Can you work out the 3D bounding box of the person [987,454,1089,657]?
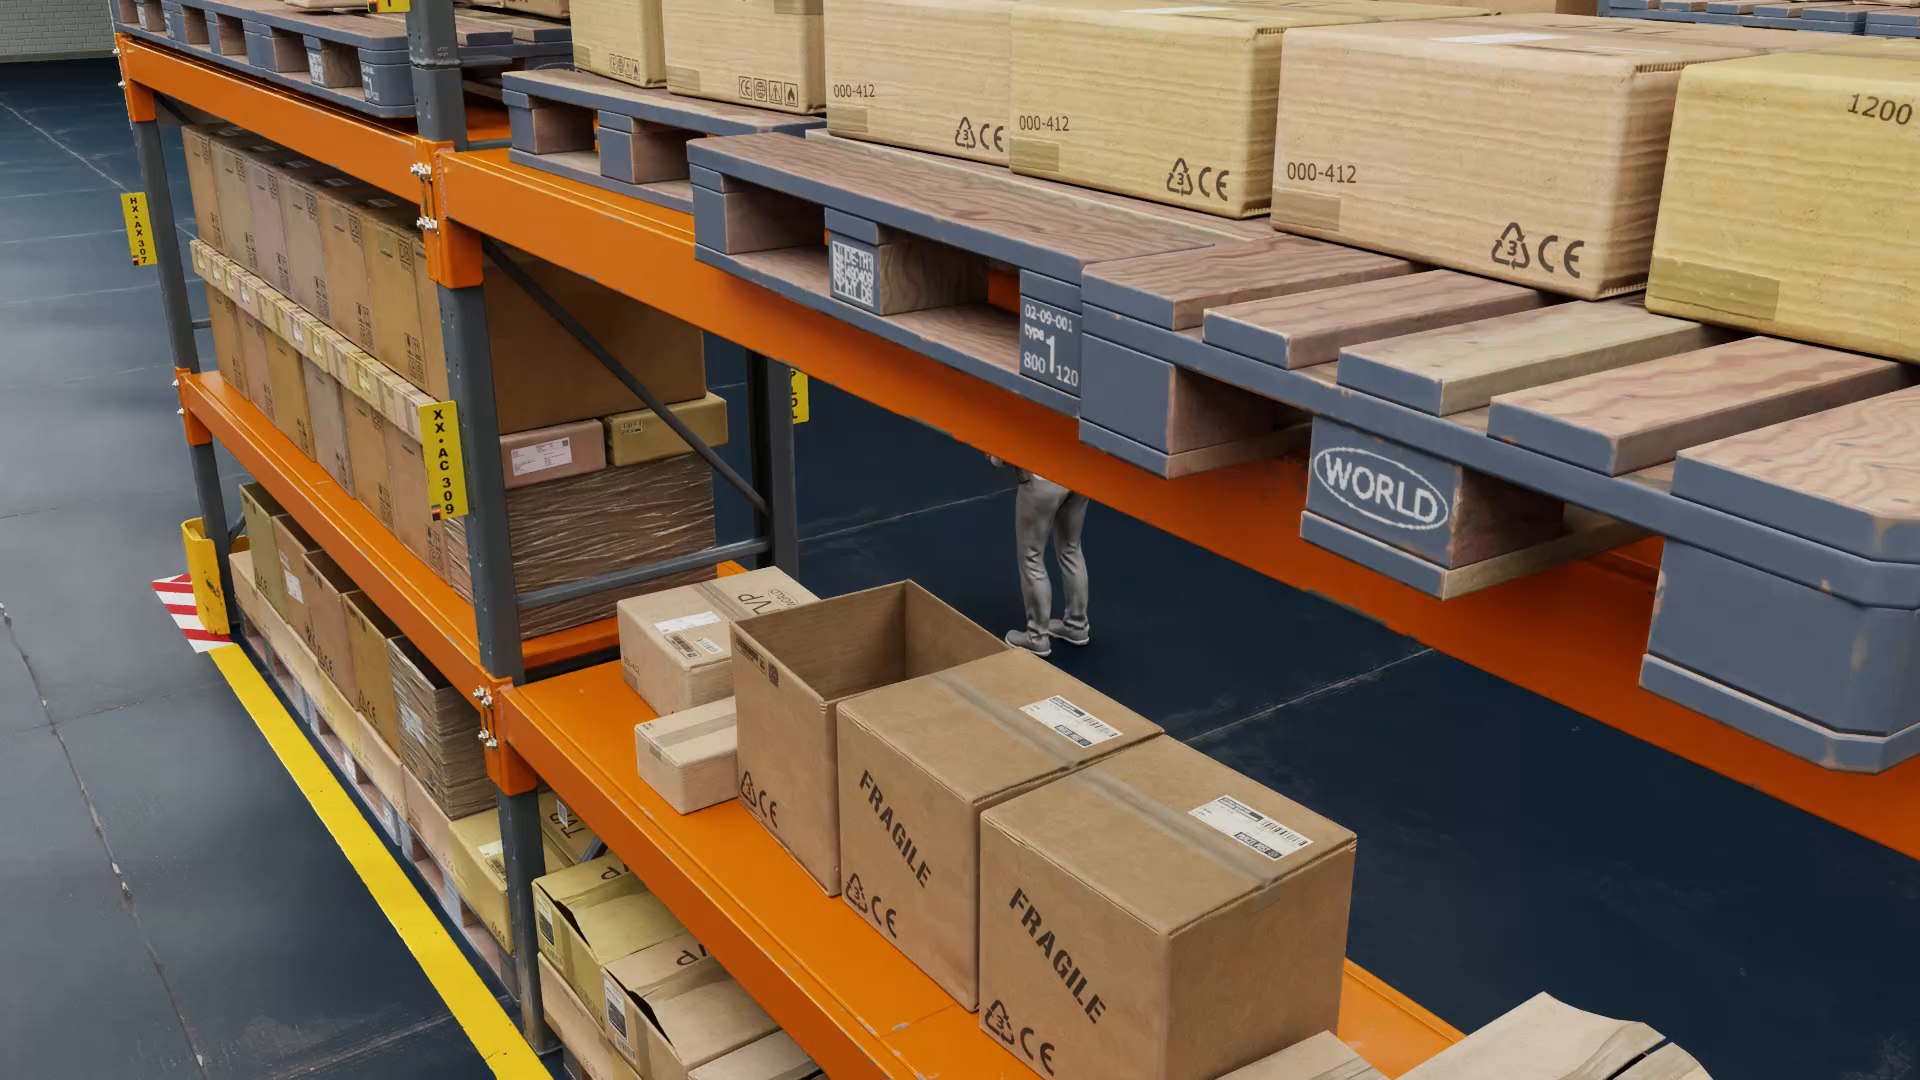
[{"bbox_3d":[0.403,-0.293,7.797,0.451,1.686,0.556,-14,26,-32],"label":"person"}]
